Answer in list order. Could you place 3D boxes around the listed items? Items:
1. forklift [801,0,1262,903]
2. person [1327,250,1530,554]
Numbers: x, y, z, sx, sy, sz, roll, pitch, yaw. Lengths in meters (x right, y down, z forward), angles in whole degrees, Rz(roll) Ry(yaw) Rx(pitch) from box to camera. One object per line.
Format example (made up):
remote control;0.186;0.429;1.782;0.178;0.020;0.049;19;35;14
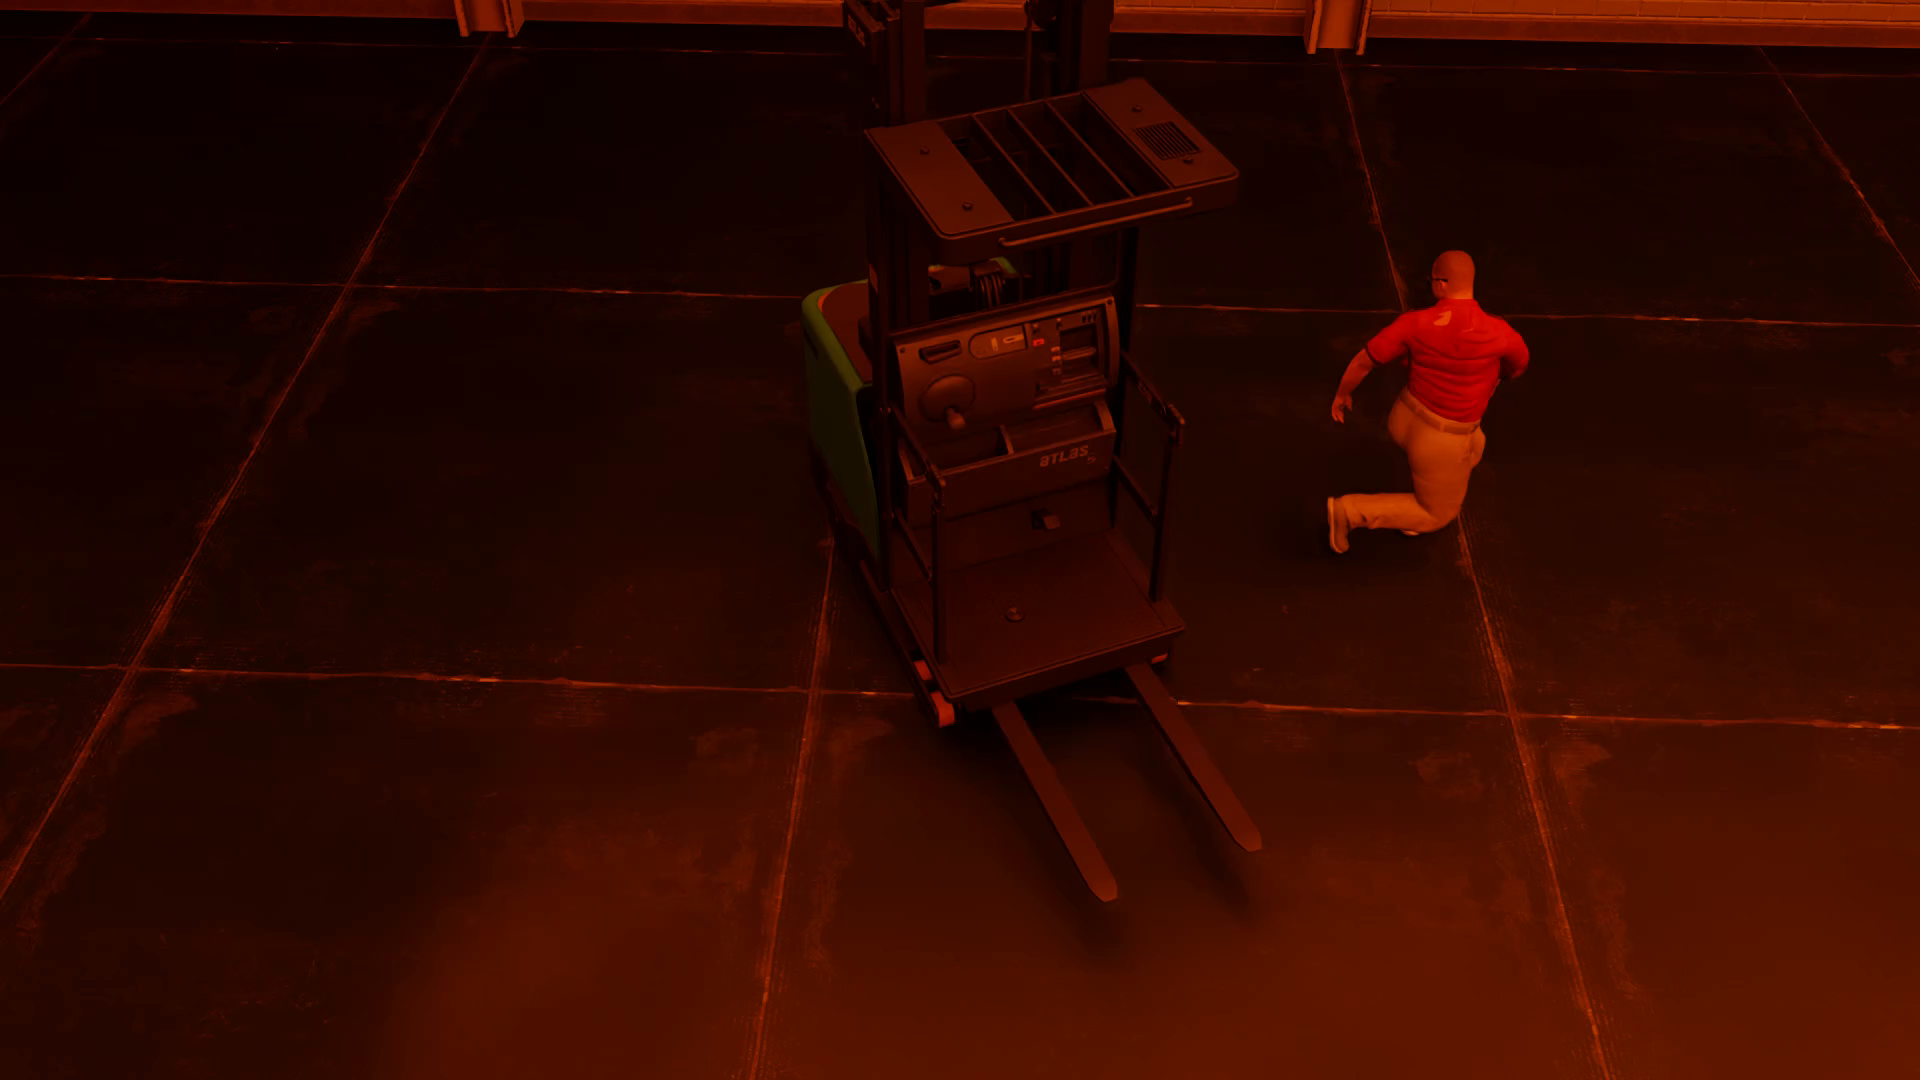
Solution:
forklift;0.278;-0.613;6.414;1.130;2.935;3.031;-15;45;-16
person;2.075;-0.592;7.495;0.897;1.510;0.636;-19;46;-19
